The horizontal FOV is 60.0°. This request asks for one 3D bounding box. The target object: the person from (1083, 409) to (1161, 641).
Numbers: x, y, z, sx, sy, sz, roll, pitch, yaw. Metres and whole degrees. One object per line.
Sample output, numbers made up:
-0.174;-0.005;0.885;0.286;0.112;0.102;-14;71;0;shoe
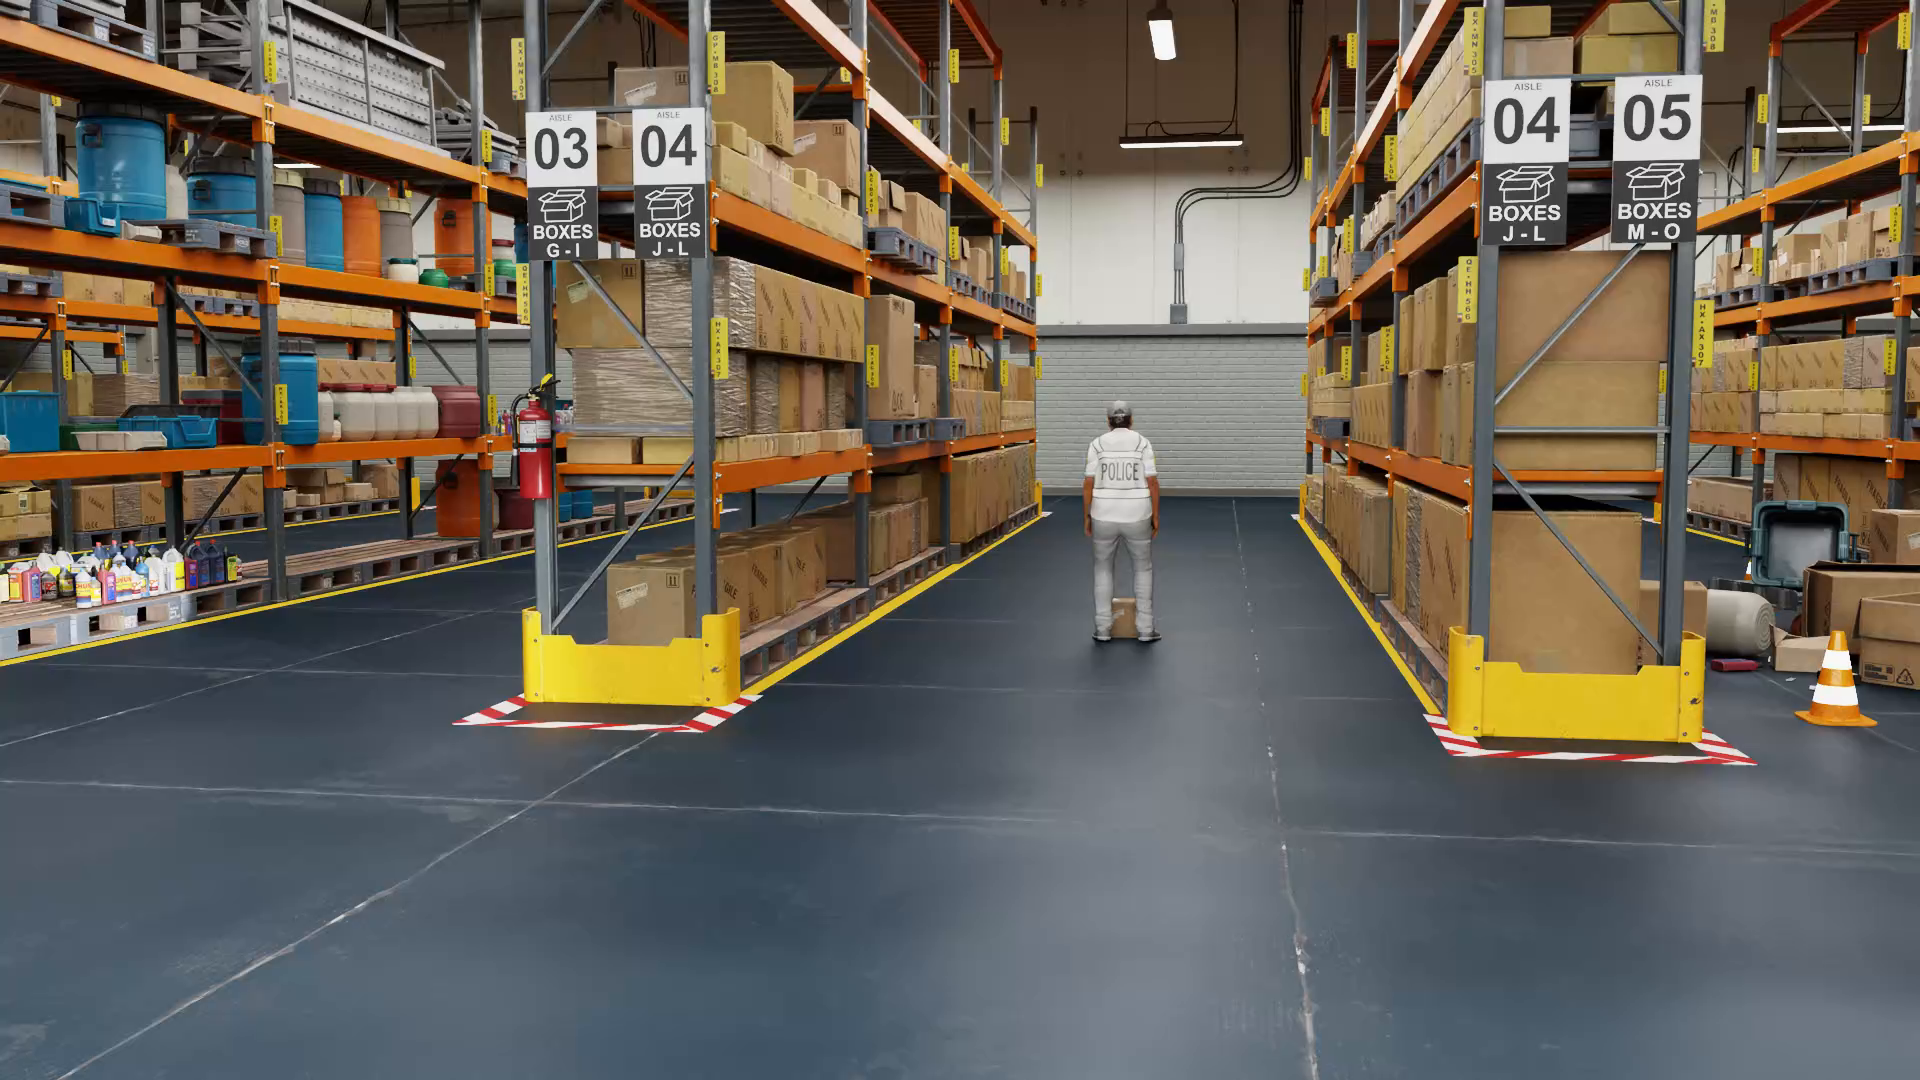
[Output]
1.124;-0.123;11.503;0.544;1.648;0.397;1;5;8;person
